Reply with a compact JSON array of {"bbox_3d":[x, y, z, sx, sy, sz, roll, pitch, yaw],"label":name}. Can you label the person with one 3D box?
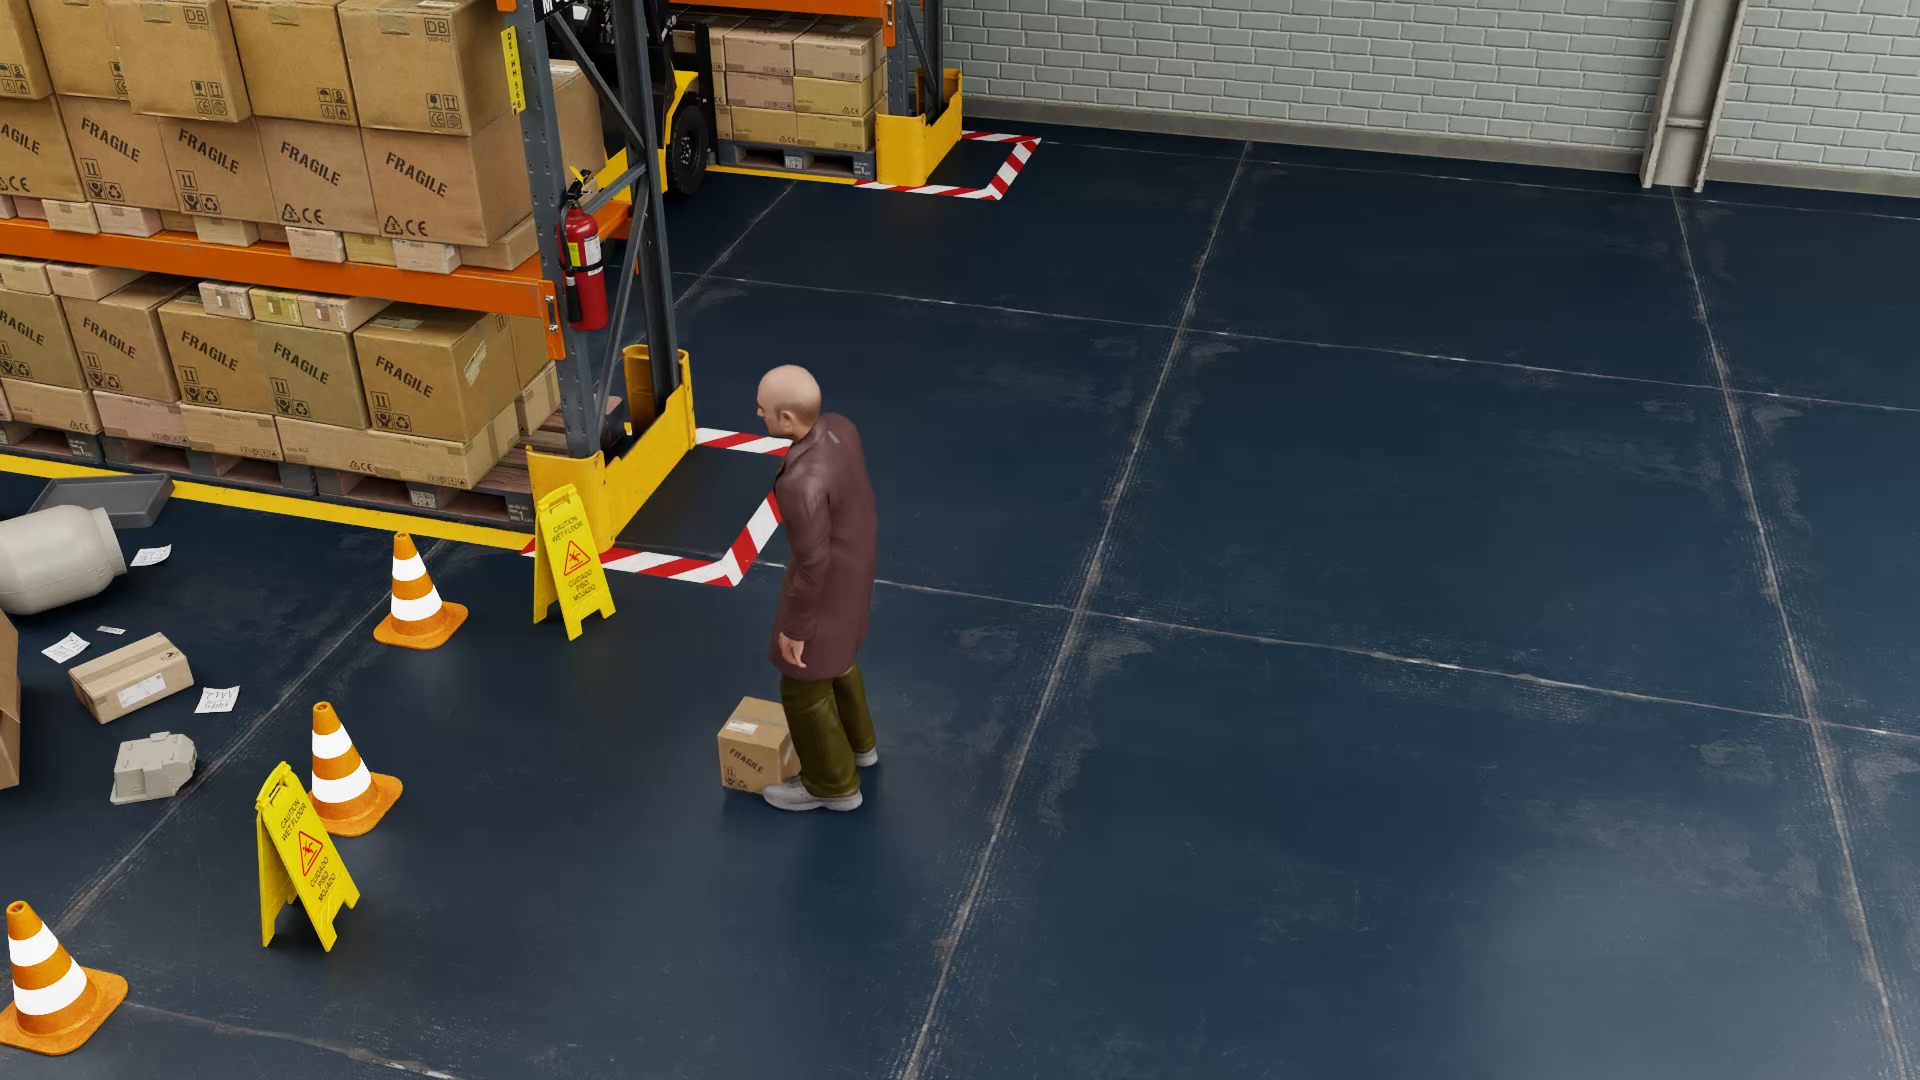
[{"bbox_3d":[-0.504,0.182,5.867,0.429,1.772,0.644,6,33,10],"label":"person"}]
